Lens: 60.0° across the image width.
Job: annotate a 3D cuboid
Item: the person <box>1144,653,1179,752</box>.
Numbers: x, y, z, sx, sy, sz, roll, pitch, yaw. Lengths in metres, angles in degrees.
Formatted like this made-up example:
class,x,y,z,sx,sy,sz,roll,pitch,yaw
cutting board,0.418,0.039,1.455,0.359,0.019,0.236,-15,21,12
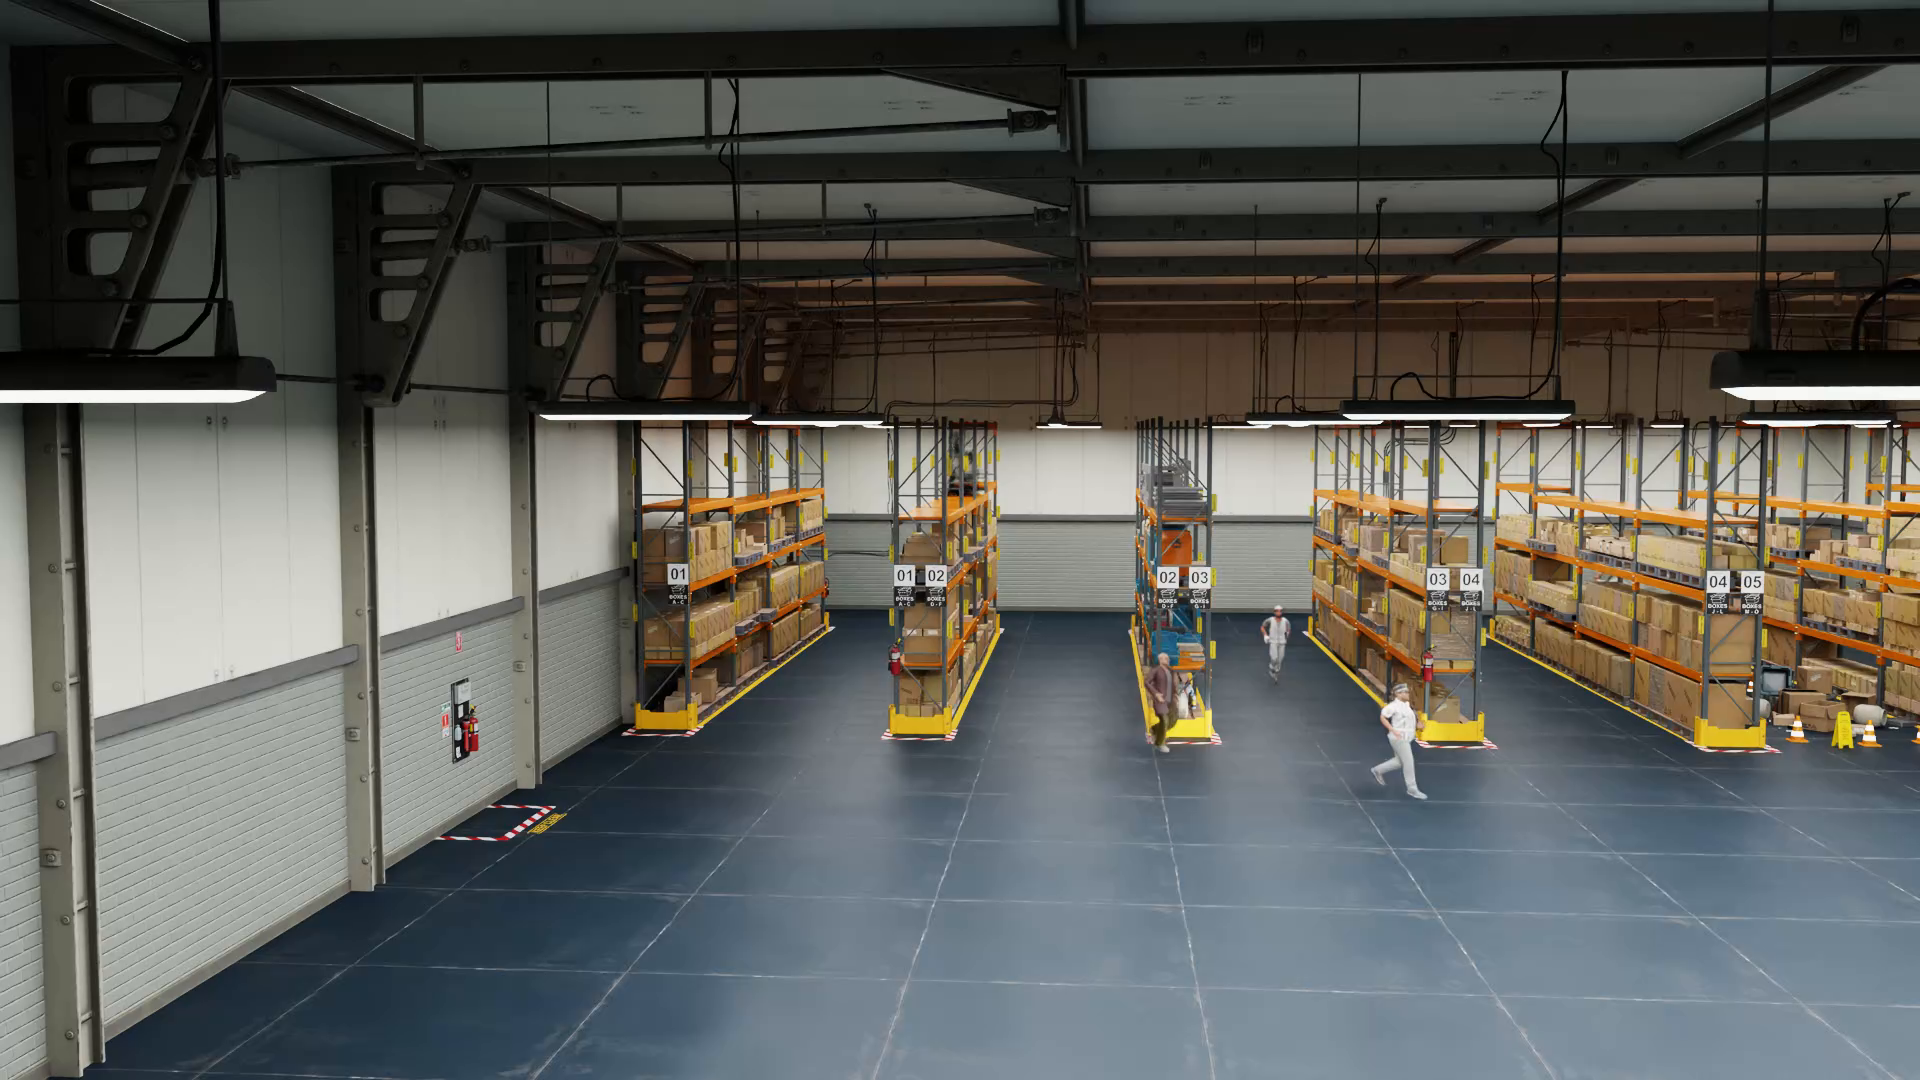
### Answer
class,x,y,z,sx,sy,sz,roll,pitch,yaw
person,3.648,2.912,29.956,0.750,1.747,0.578,-3,5,-37

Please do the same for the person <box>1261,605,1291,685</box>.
class,x,y,z,sx,sy,sz,roll,pitch,yaw
person,7.187,2.378,37.672,0.631,1.803,0.721,0,4,-4

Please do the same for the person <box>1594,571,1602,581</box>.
class,x,y,z,sx,sy,sz,roll,pitch,yaw
person,18.188,1.764,47.385,0.865,1.755,0.723,0,4,2

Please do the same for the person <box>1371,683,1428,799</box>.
class,x,y,z,sx,sy,sz,roll,pitch,yaw
person,6.921,3.133,26.191,0.951,1.791,0.664,2,4,34
